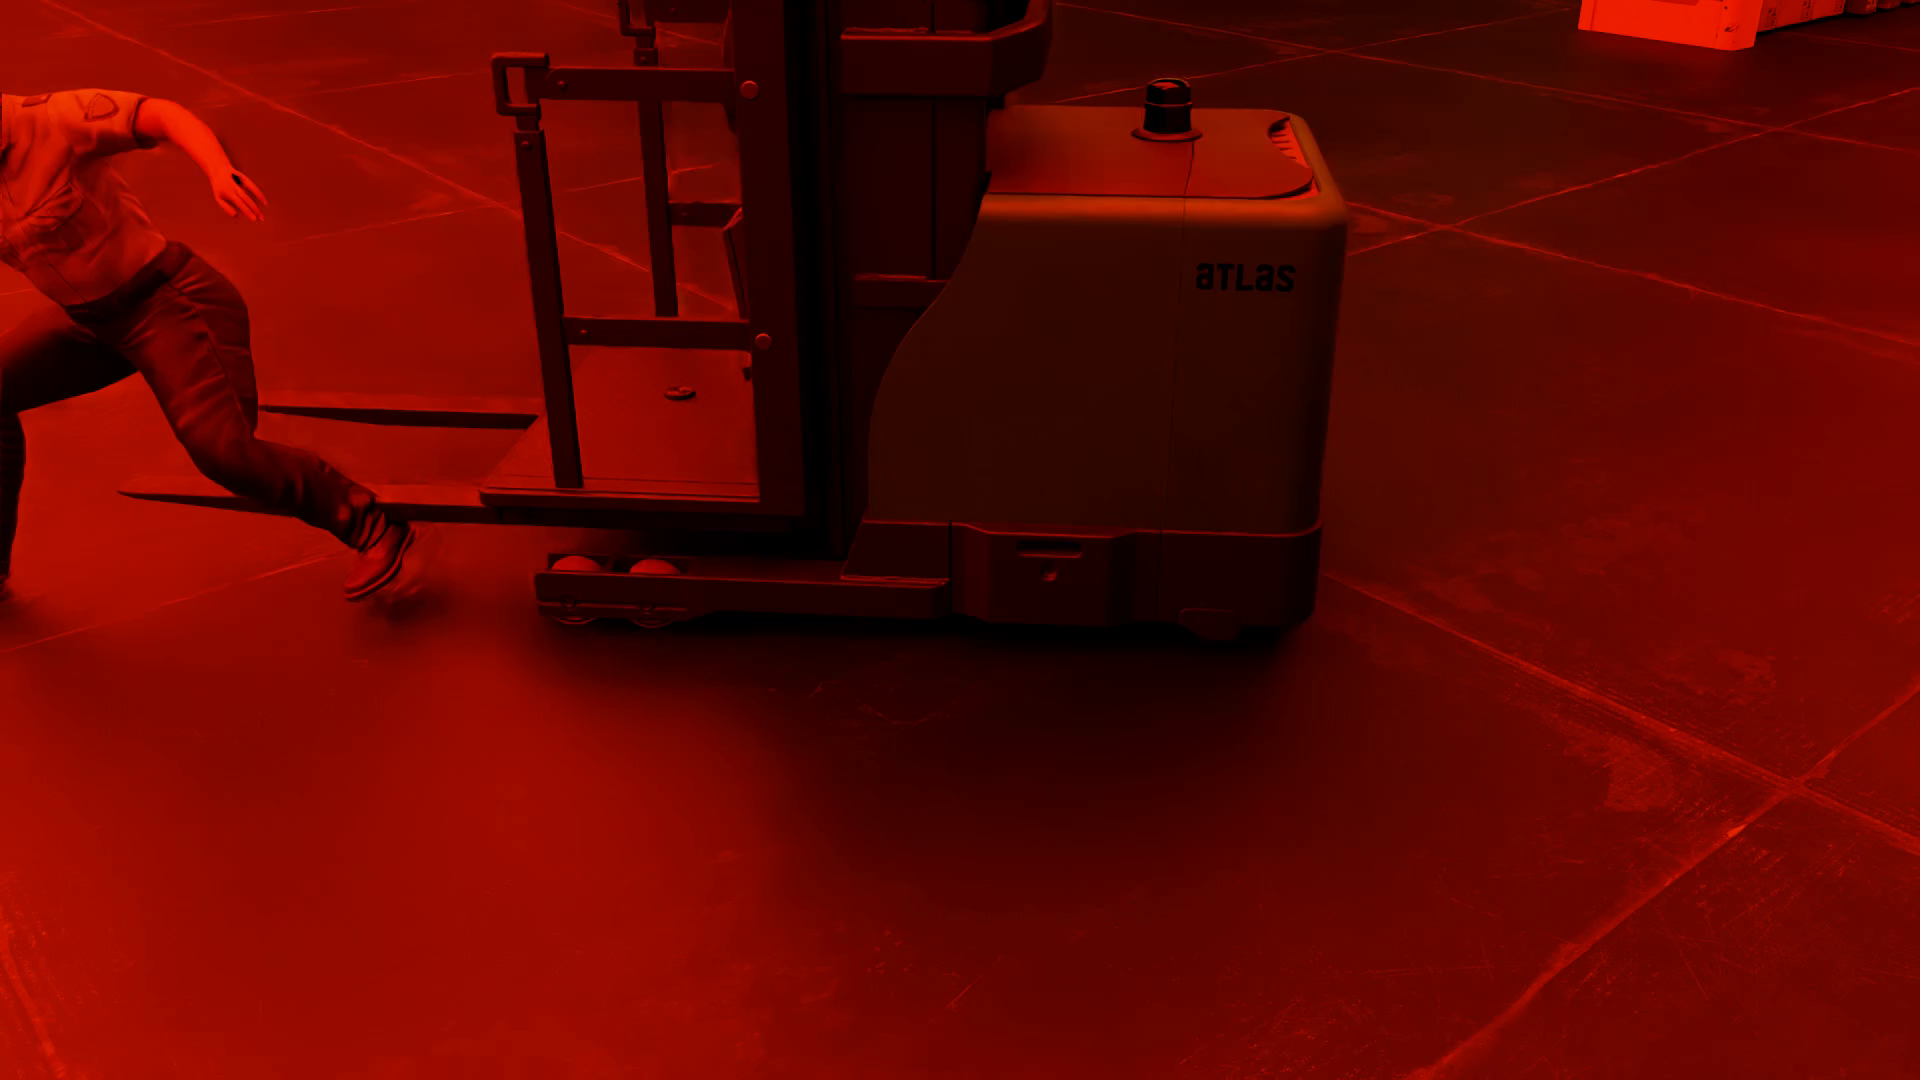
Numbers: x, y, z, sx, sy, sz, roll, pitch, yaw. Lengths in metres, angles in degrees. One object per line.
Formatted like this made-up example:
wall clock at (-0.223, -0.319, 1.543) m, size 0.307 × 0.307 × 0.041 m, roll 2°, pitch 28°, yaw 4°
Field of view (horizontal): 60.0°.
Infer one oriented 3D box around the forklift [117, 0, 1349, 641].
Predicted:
forklift at (-0.622, -1.328, 3.880) m, size 3.031 × 2.935 × 1.130 m, roll 2°, pitch 26°, yaw 4°

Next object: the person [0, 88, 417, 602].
person at (-2.034, -0.482, 3.971) m, size 1.227 × 1.356 × 0.735 m, roll 13°, pitch 29°, yaw 24°
